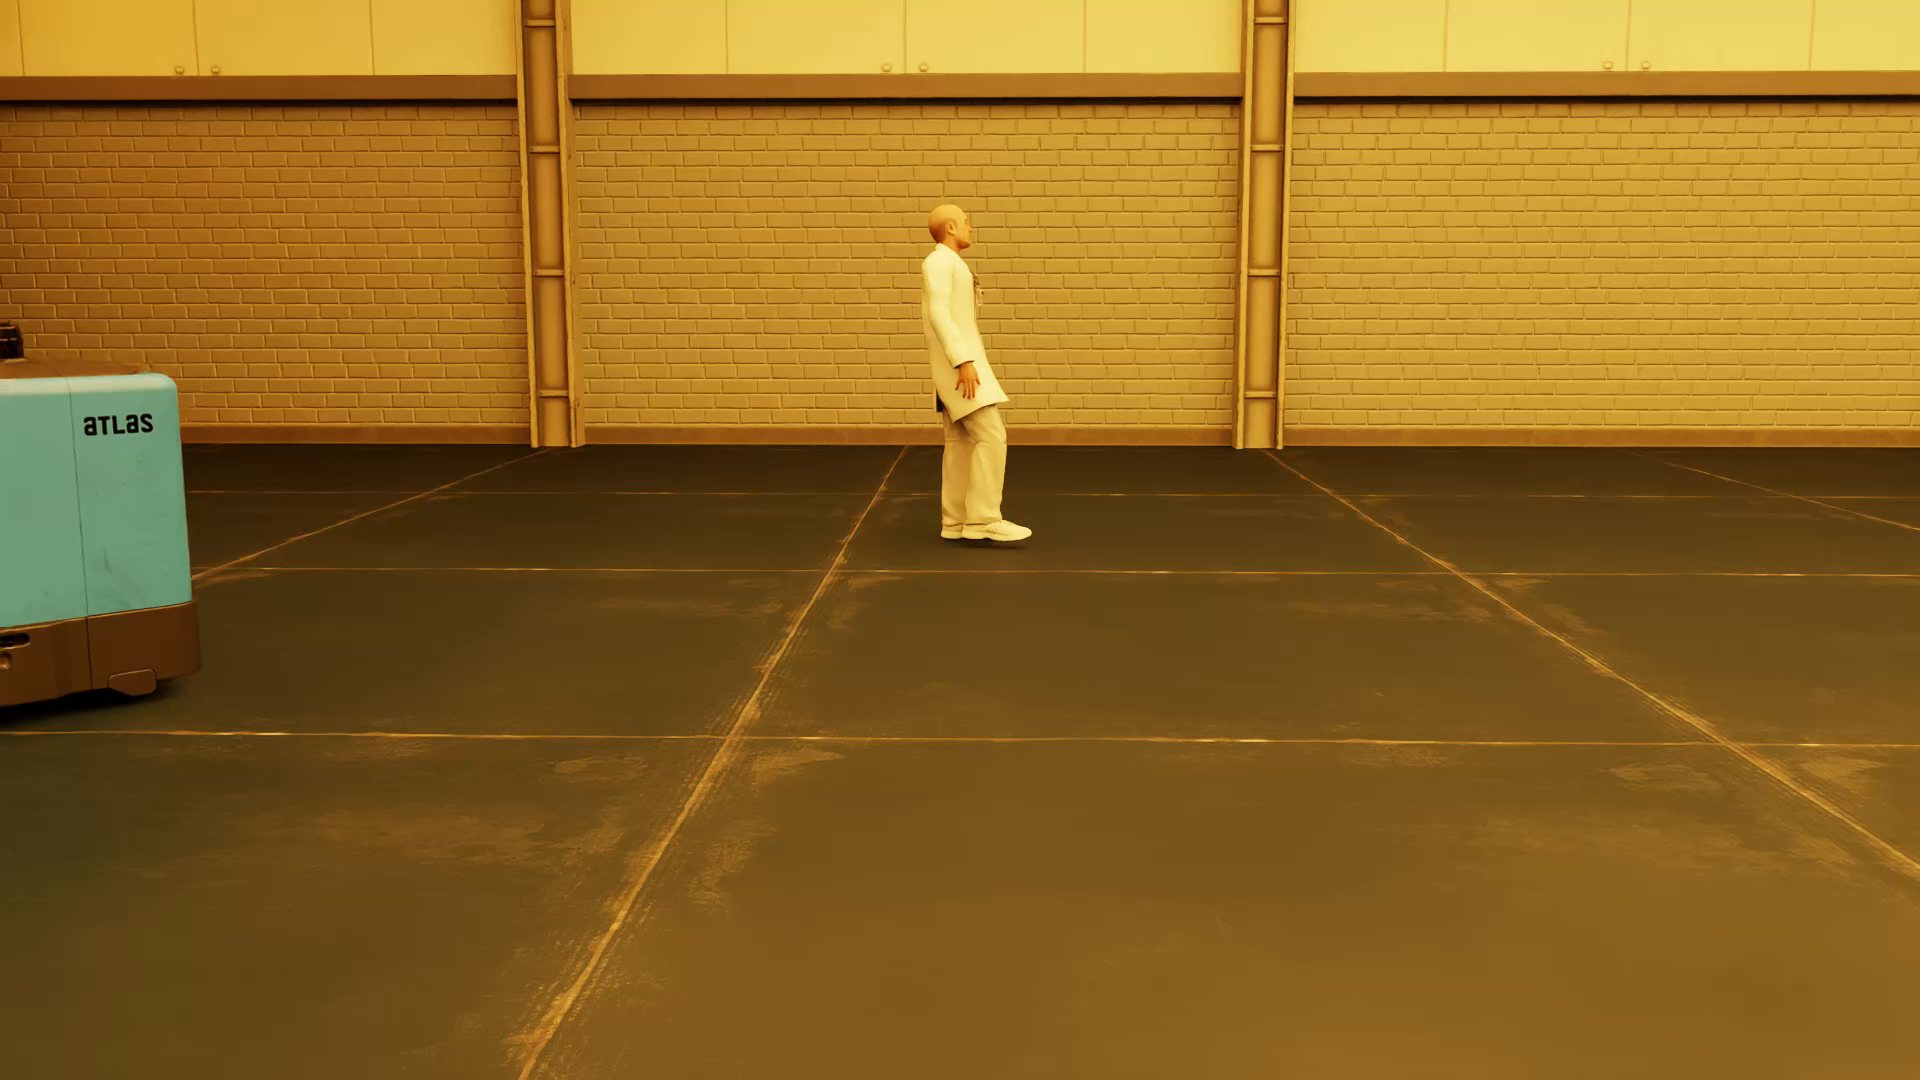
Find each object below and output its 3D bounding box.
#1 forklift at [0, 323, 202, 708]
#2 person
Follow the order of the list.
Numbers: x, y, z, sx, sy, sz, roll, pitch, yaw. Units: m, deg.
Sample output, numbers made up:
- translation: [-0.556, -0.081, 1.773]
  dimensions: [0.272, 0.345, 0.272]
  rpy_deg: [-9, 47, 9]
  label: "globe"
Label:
- translation: [-3.961, -0.826, 4.700]
  dimensions: [1.130, 2.935, 3.031]
  rpy_deg: [8, 12, 44]
  label: "forklift"
- translation: [0.091, -0.885, 8.860]
  dimensions: [0.582, 1.775, 0.696]
  rpy_deg: [0, 9, 1]
  label: "person"
